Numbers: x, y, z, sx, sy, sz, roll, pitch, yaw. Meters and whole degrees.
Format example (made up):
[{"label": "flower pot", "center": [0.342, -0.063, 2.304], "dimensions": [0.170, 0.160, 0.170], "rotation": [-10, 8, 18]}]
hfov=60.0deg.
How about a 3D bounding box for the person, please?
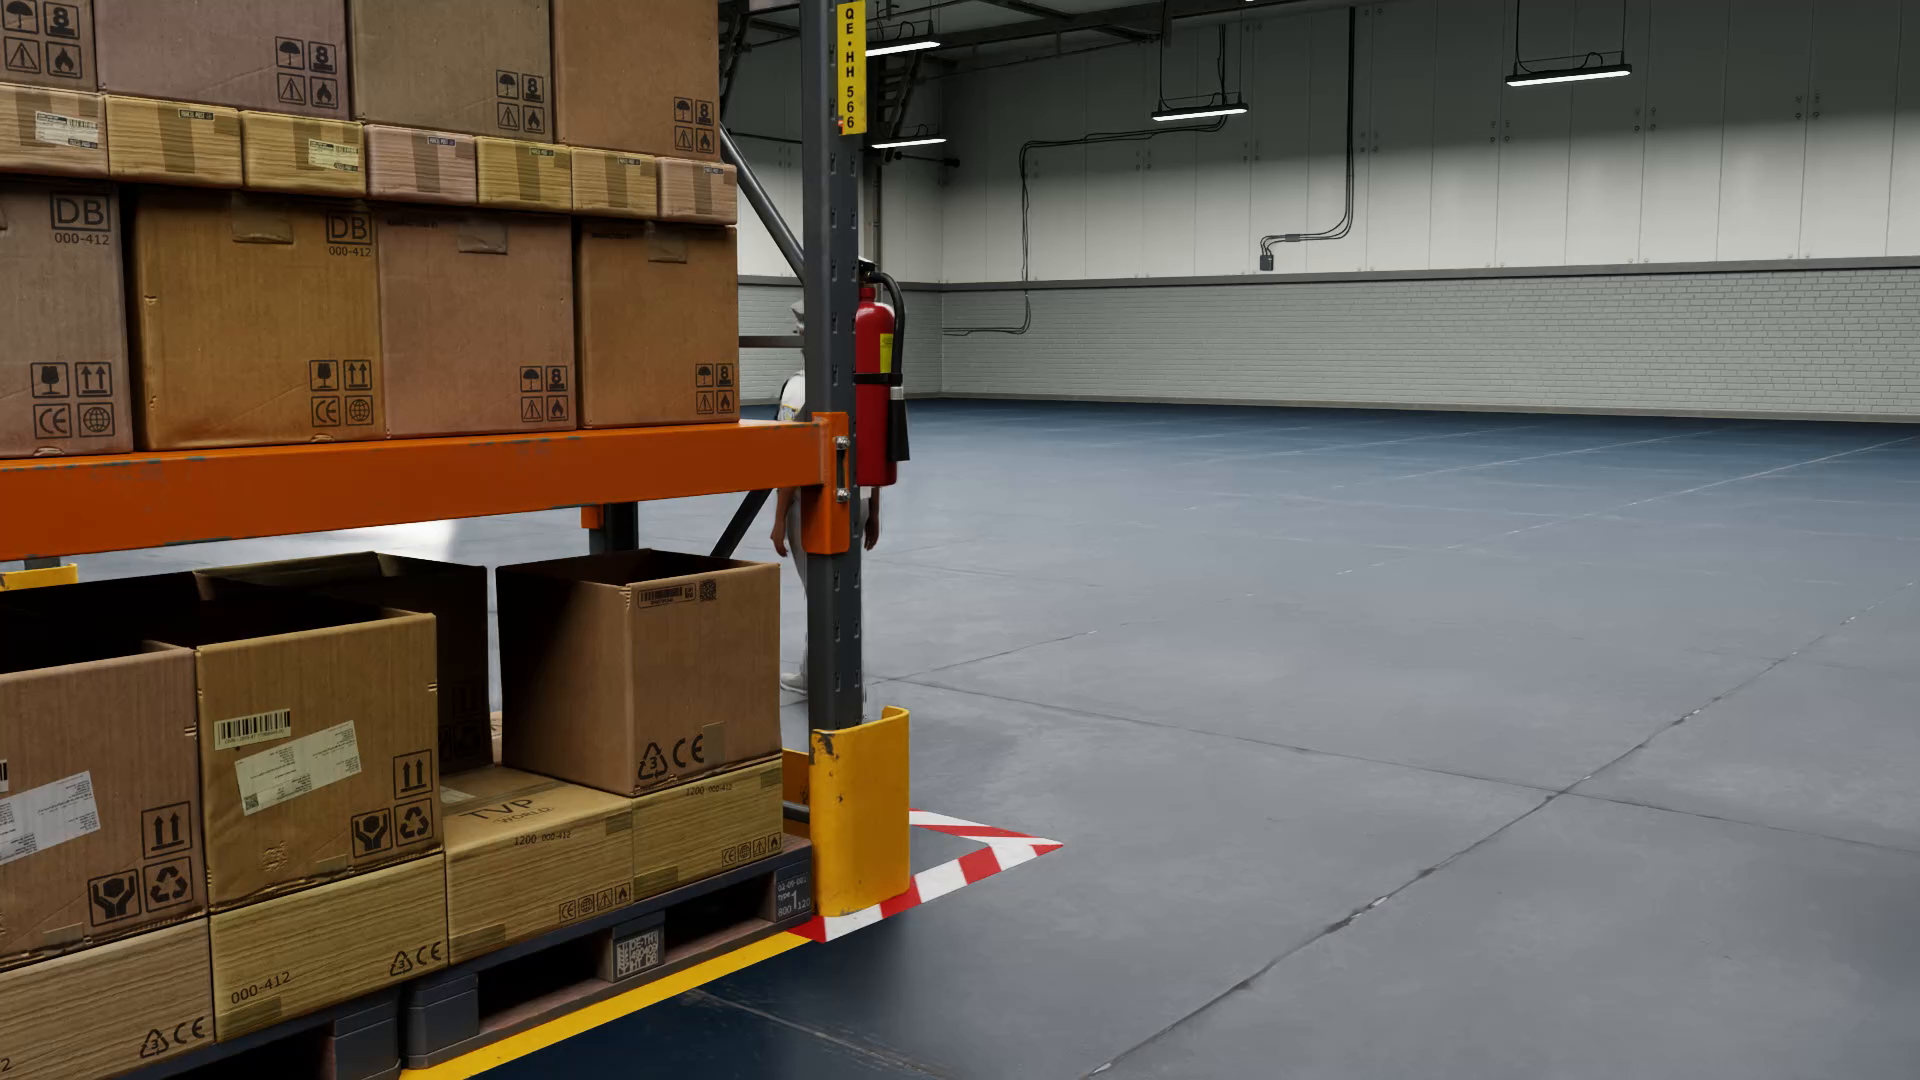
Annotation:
[{"label": "person", "center": [-0.624, -0.129, 6.713], "dimensions": [0.693, 1.673, 0.463], "rotation": [6, 9, 43]}]
